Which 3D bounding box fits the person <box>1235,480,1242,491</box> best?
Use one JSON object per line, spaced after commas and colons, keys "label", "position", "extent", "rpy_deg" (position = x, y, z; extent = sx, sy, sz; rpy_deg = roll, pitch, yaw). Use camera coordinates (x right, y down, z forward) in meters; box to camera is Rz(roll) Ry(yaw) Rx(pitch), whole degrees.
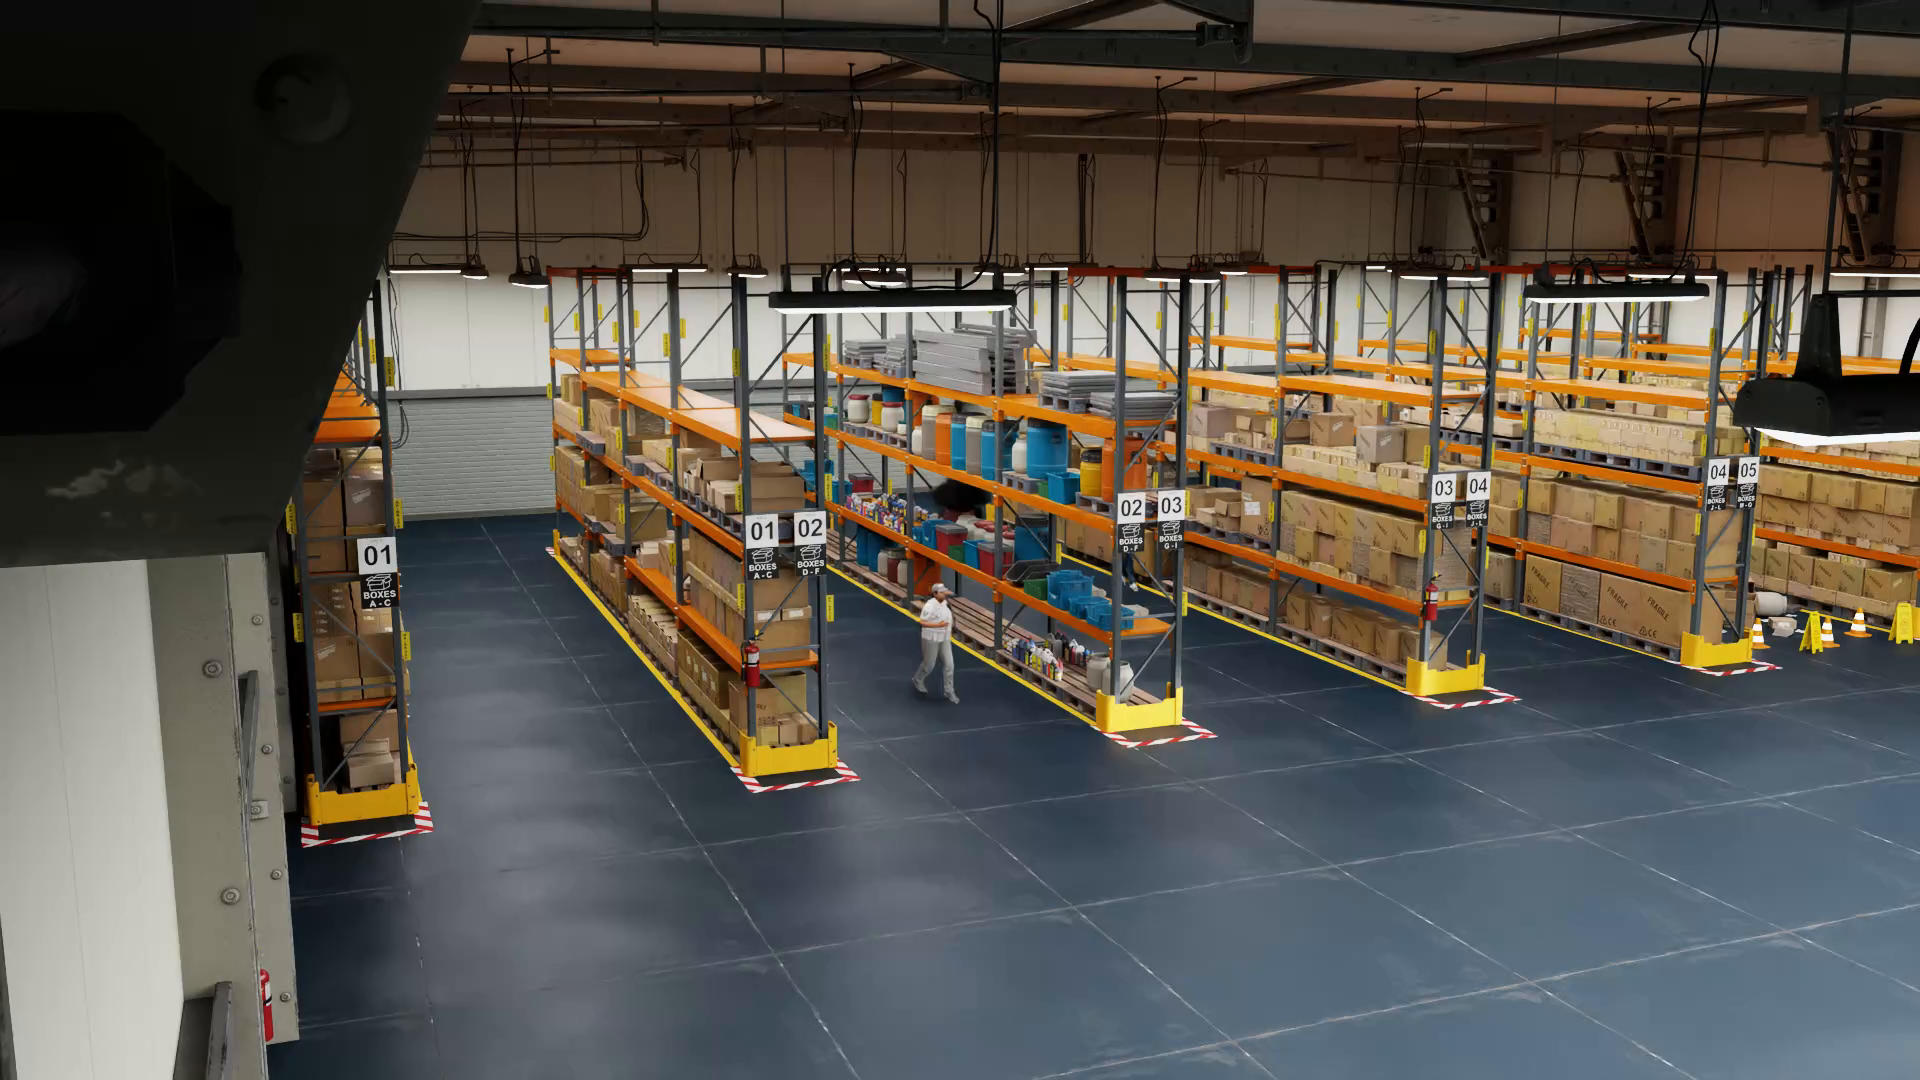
{"label": "person", "position": [7.186, -1.569, 41.076], "extent": [0.794, 1.663, 0.621], "rpy_deg": [9, 14, 43]}

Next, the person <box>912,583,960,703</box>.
{"label": "person", "position": [-0.369, 1.442, 23.616], "extent": [0.586, 1.701, 0.864], "rpy_deg": [-10, 14, -44]}

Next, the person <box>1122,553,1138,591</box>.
{"label": "person", "position": [3.073, 0.054, 30.008], "extent": [0.524, 1.621, 0.770], "rpy_deg": [-4, 11, -20]}
